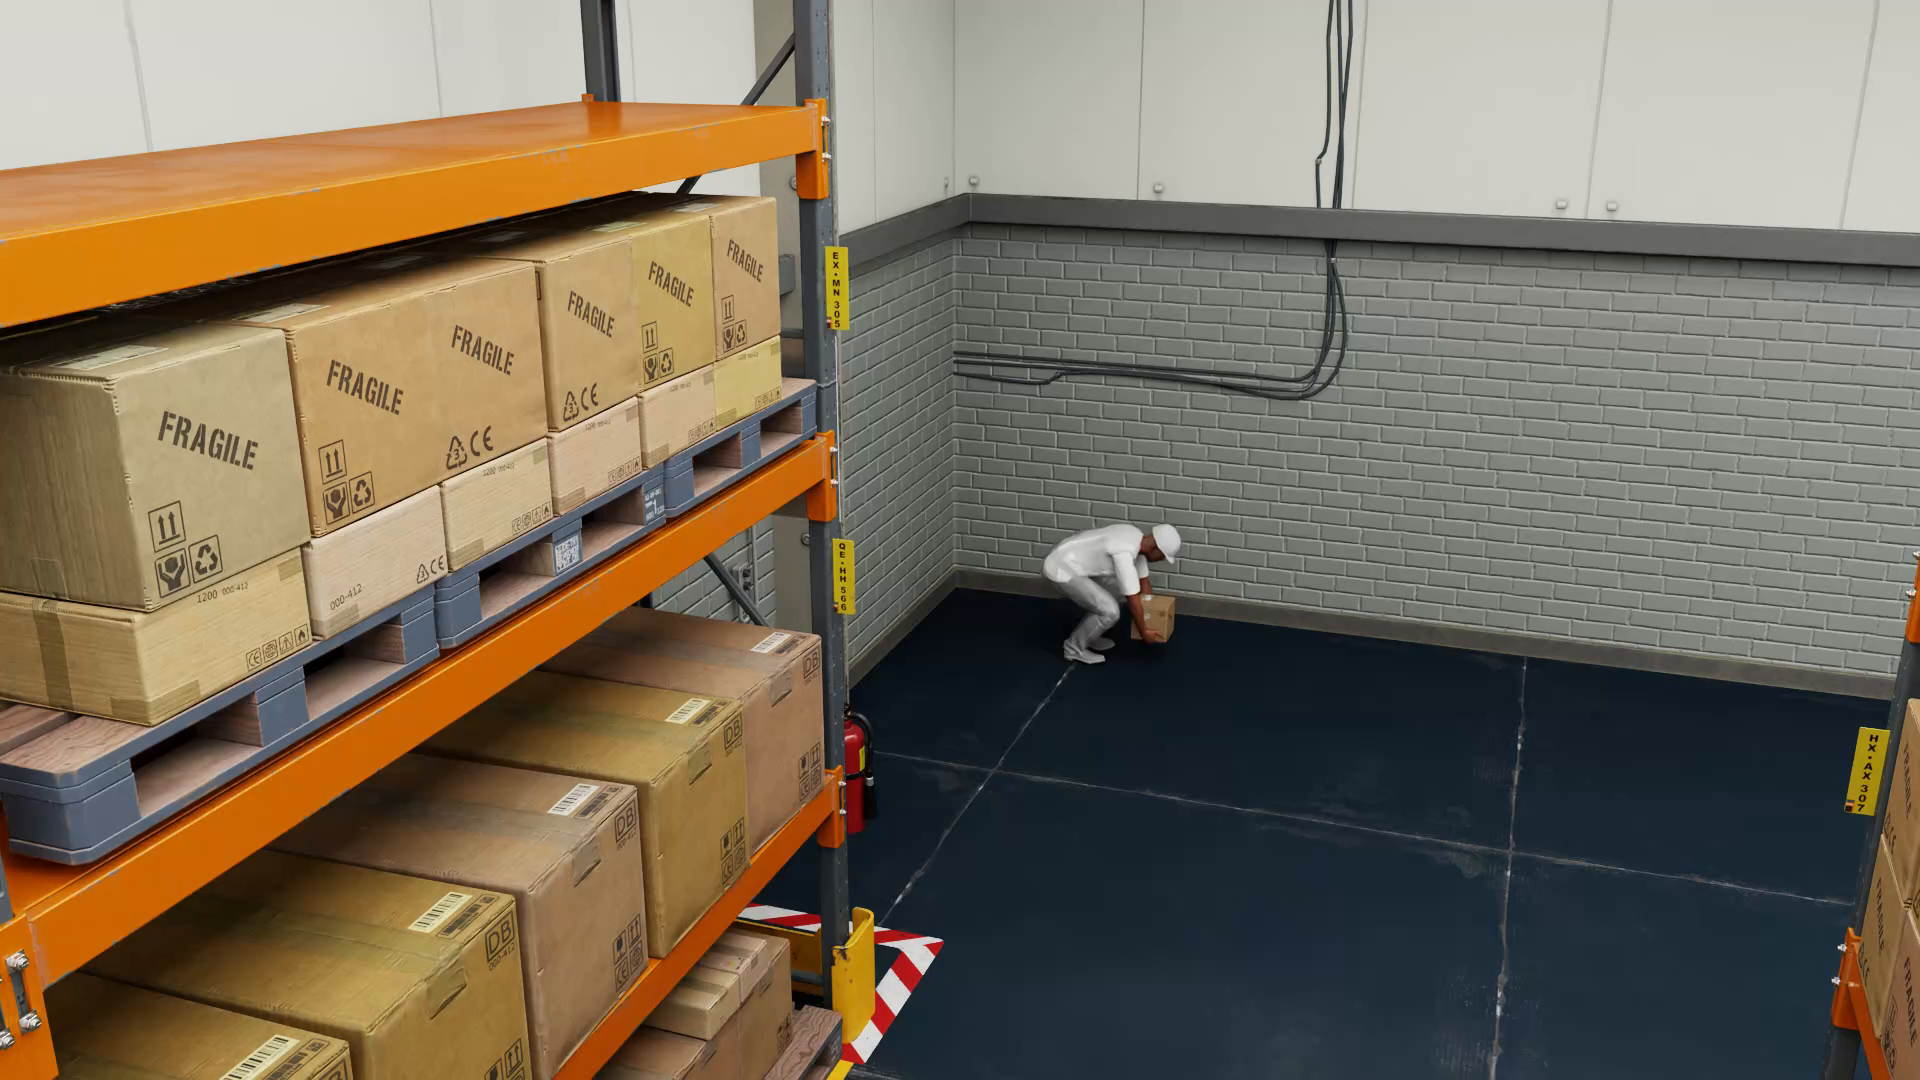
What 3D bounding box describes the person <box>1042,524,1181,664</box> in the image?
[{"bbox_3d":[1.063,0.343,11.689,0.944,1.013,0.534,6,19,16],"label":"person"}]
